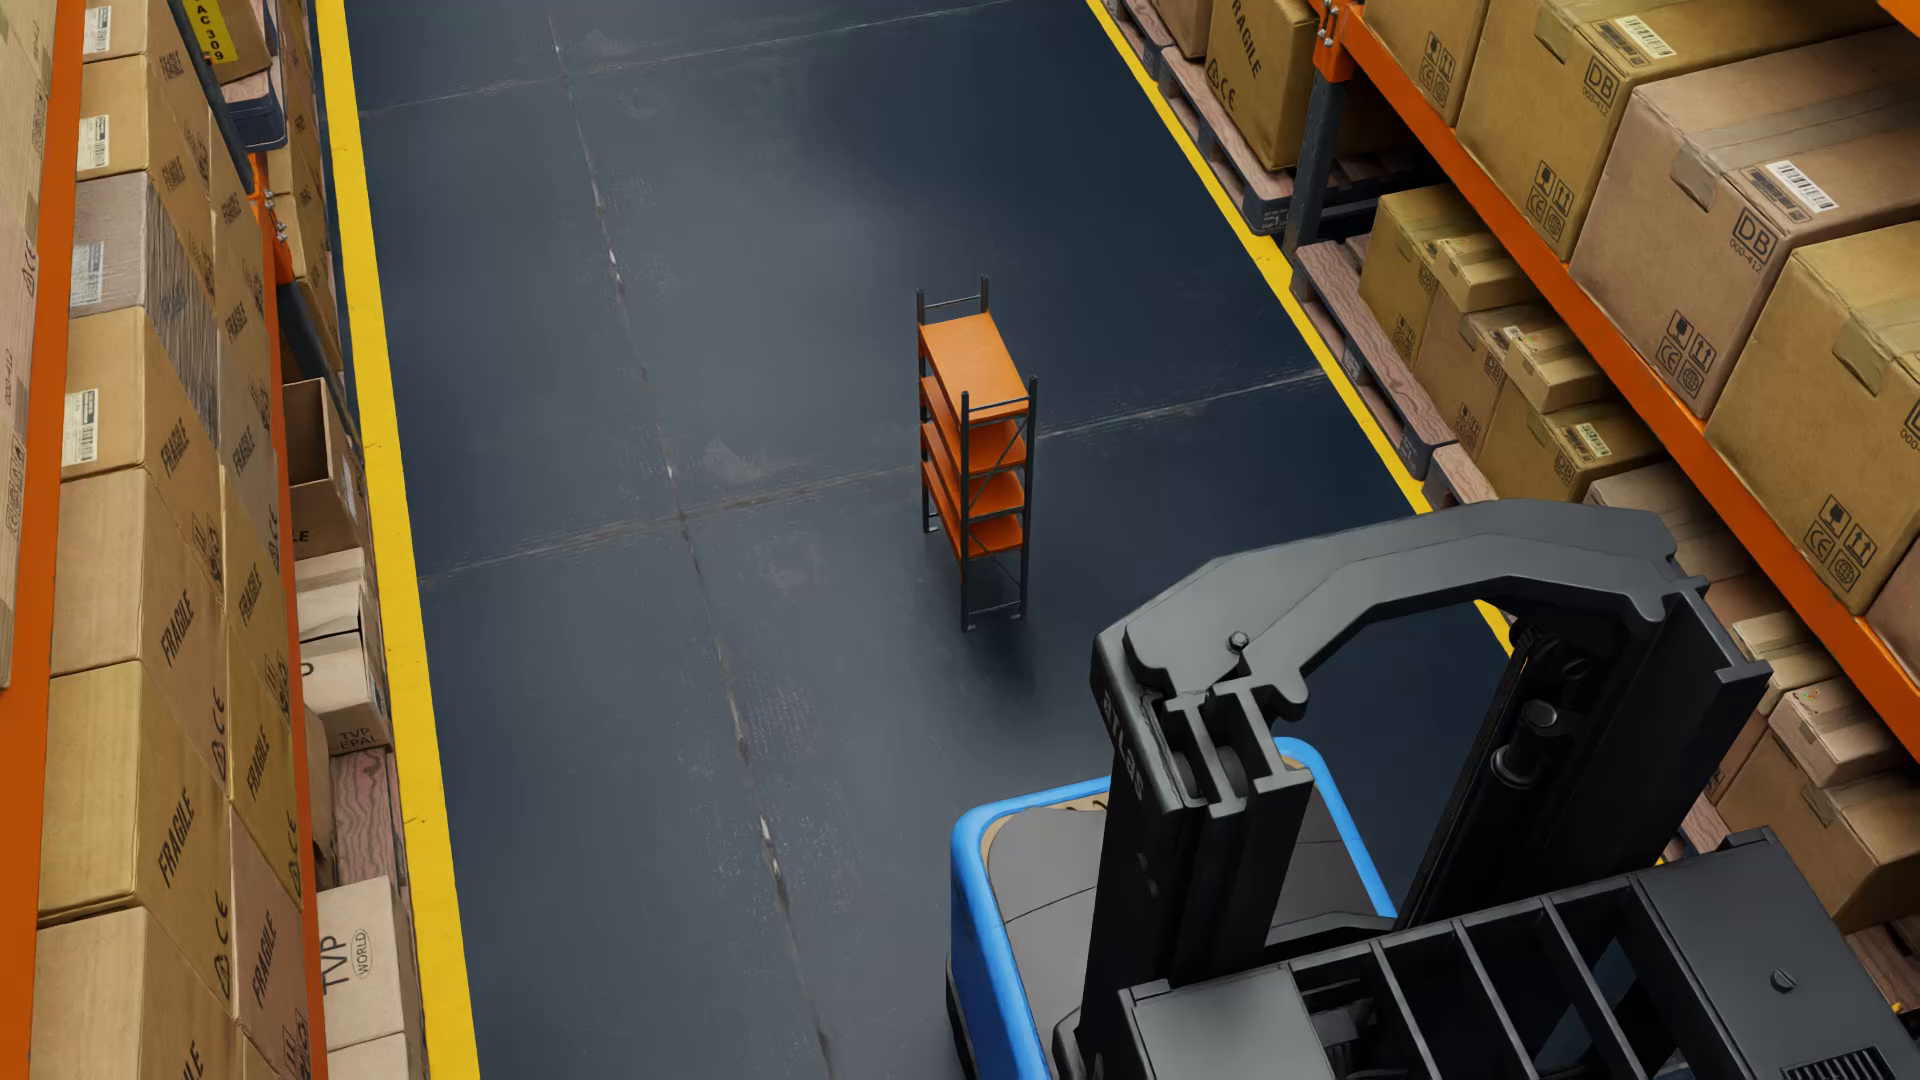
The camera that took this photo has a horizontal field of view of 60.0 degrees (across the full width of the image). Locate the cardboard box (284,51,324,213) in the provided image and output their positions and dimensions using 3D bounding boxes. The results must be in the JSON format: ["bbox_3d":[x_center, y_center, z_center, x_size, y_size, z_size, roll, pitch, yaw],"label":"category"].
[{"bbox_3d":[-3.040,-1.687,7.058,0.500,0.500,0.500,-13,51,-11],"label":"cardboard box"}]

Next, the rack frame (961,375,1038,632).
[{"bbox_3d":[0.121,-0.088,5.539,0.240,1.200,0.015,-13,51,-11],"label":"rack frame"}]

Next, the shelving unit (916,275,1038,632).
[{"bbox_3d":[0.049,-0.266,5.689,0.258,1.200,0.503,-13,51,-11],"label":"shelving unit"}]

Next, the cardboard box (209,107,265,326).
[{"bbox_3d":[-2.428,-0.914,4.994,0.500,0.500,0.500,-13,51,-10],"label":"cardboard box"}]

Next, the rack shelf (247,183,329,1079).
[{"bbox_3d":[-2.229,0.503,4.334,1.077,0.370,4.000,-13,51,-11],"label":"rack shelf"}]

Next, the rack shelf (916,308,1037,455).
[{"bbox_3d":[0.049,-0.519,5.389,0.258,0.148,0.480,-13,51,-11],"label":"rack shelf"}]

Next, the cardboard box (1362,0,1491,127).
[{"bbox_3d":[2.055,-2.009,5.785,0.980,0.700,0.700,-13,51,-10],"label":"cardboard box"}]

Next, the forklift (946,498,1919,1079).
[{"bbox_3d":[0.832,1.442,3.117,1.130,2.935,3.031,-12,51,-10],"label":"forklift"}]

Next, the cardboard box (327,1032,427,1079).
[{"bbox_3d":[-1.675,1.650,4.408,0.500,0.250,0.500,-13,51,-11],"label":"cardboard box"}]

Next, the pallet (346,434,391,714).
[{"bbox_3d":[-2.618,0.211,5.934,1.003,0.211,1.213,-13,51,-11],"label":"pallet"}]

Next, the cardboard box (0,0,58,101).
[{"bbox_3d":[-2.129,-1.082,3.336,0.500,0.250,0.500,-13,51,-11],"label":"cardboard box"}]

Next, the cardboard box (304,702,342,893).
[{"bbox_3d":[-2.260,0.845,4.921,0.797,0.503,0.637,-13,51,-11],"label":"cardboard box"}]

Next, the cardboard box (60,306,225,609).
[{"bbox_3d":[-1.973,-0.123,3.673,0.500,0.500,0.500,-14,51,-11],"label":"cardboard box"}]

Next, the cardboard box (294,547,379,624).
[{"bbox_3d":[-2.213,0.200,5.696,0.380,0.149,0.250,-13,51,-11],"label":"cardboard box"}]

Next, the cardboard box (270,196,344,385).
[{"bbox_3d":[-2.731,-0.934,6.422,0.500,0.500,0.500,-15,52,-13],"label":"cardboard box"}]

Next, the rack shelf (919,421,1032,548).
[{"bbox_3d":[0.049,-0.222,5.741,0.258,0.148,0.480,-13,51,-11],"label":"rack shelf"}]

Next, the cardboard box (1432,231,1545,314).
[{"bbox_3d":[1.961,-0.990,6.059,0.380,0.149,0.250,-12,51,-10],"label":"cardboard box"}]

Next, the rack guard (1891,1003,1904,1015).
[{"bbox_3d":[3.100,1.433,4.715,1.175,0.500,0.348,-13,51,-11],"label":"rack guard"}]

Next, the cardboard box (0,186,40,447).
[{"bbox_3d":[-1.832,-0.352,2.721,0.500,0.250,0.500,-13,51,-11],"label":"cardboard box"}]

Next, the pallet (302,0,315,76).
[{"bbox_3d":[-3.819,-2.658,8.353,1.003,0.211,1.213,-13,51,-11],"label":"pallet"}]

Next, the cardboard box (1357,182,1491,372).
[{"bbox_3d":[2.034,-1.072,6.552,0.700,0.500,0.500,-13,51,-11],"label":"cardboard box"}]

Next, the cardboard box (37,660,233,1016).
[{"bbox_3d":[-1.679,0.614,3.051,0.500,0.500,0.500,-13,51,-11],"label":"cardboard box"}]

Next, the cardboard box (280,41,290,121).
[{"bbox_3d":[-3.027,-1.906,6.751,0.500,0.250,0.500,-13,51,-11],"label":"cardboard box"}]

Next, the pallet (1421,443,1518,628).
[{"bbox_3d":[2.425,0.053,6.068,1.003,0.211,1.213,-13,51,-11],"label":"pallet"}]

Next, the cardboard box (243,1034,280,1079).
[{"bbox_3d":[-1.517,1.316,3.113,0.500,0.500,0.500,-12,51,-10],"label":"cardboard box"}]

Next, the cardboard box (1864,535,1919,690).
[{"bbox_3d":[2.933,0.143,3.972,0.980,0.700,0.700,-11,51,-9],"label":"cardboard box"}]

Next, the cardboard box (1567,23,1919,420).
[{"bbox_3d":[2.490,-0.945,4.889,0.980,0.700,0.700,-16,52,-13],"label":"cardboard box"}]

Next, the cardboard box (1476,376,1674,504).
[{"bbox_3d":[2.329,-0.329,5.926,0.700,0.500,0.500,-12,51,-10],"label":"cardboard box"}]

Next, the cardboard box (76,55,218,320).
[{"bbox_3d":[-2.270,-0.859,4.293,0.500,0.500,0.500,-14,51,-12],"label":"cardboard box"}]

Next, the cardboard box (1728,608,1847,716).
[{"bbox_3d":[2.502,0.343,4.935,0.380,0.149,0.250,-12,51,-10],"label":"cardboard box"}]

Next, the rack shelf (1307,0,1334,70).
[{"bbox_3d":[1.319,-3.541,7.744,1.077,0.370,4.000,-13,51,-11],"label":"rack shelf"}]

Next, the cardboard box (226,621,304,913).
[{"bbox_3d":[-1.820,0.573,3.739,0.500,0.500,0.500,-13,51,-11],"label":"cardboard box"}]

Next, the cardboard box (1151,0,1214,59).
[{"bbox_3d":[1.328,-2.848,7.821,0.750,0.750,0.750,-12,51,-10],"label":"cardboard box"}]

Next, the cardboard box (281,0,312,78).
[{"bbox_3d":[-3.350,-2.439,7.691,0.500,0.500,0.500,-15,51,-12],"label":"cardboard box"}]

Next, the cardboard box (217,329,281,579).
[{"bbox_3d":[-2.120,-0.163,4.361,0.500,0.500,0.500,-12,51,-10],"label":"cardboard box"}]

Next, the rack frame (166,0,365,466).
[{"bbox_3d":[-2.821,-1.189,5.291,1.000,3.000,0.127,-13,51,-11],"label":"rack frame"}]

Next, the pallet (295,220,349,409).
[{"bbox_3d":[-3.097,-0.876,6.850,1.003,0.211,1.213,-13,51,-11],"label":"pallet"}]

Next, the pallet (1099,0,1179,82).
[{"bbox_3d":[1.246,-2.852,8.517,1.003,0.211,1.213,-13,51,-11],"label":"pallet"}]

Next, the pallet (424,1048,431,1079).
[{"bbox_3d":[-1.897,1.994,4.431,1.003,0.211,1.213,-13,51,-11],"label":"pallet"}]

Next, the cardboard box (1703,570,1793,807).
[{"bbox_3d":[2.643,0.426,5.289,0.700,0.500,0.500,-13,51,-11],"label":"cardboard box"}]
